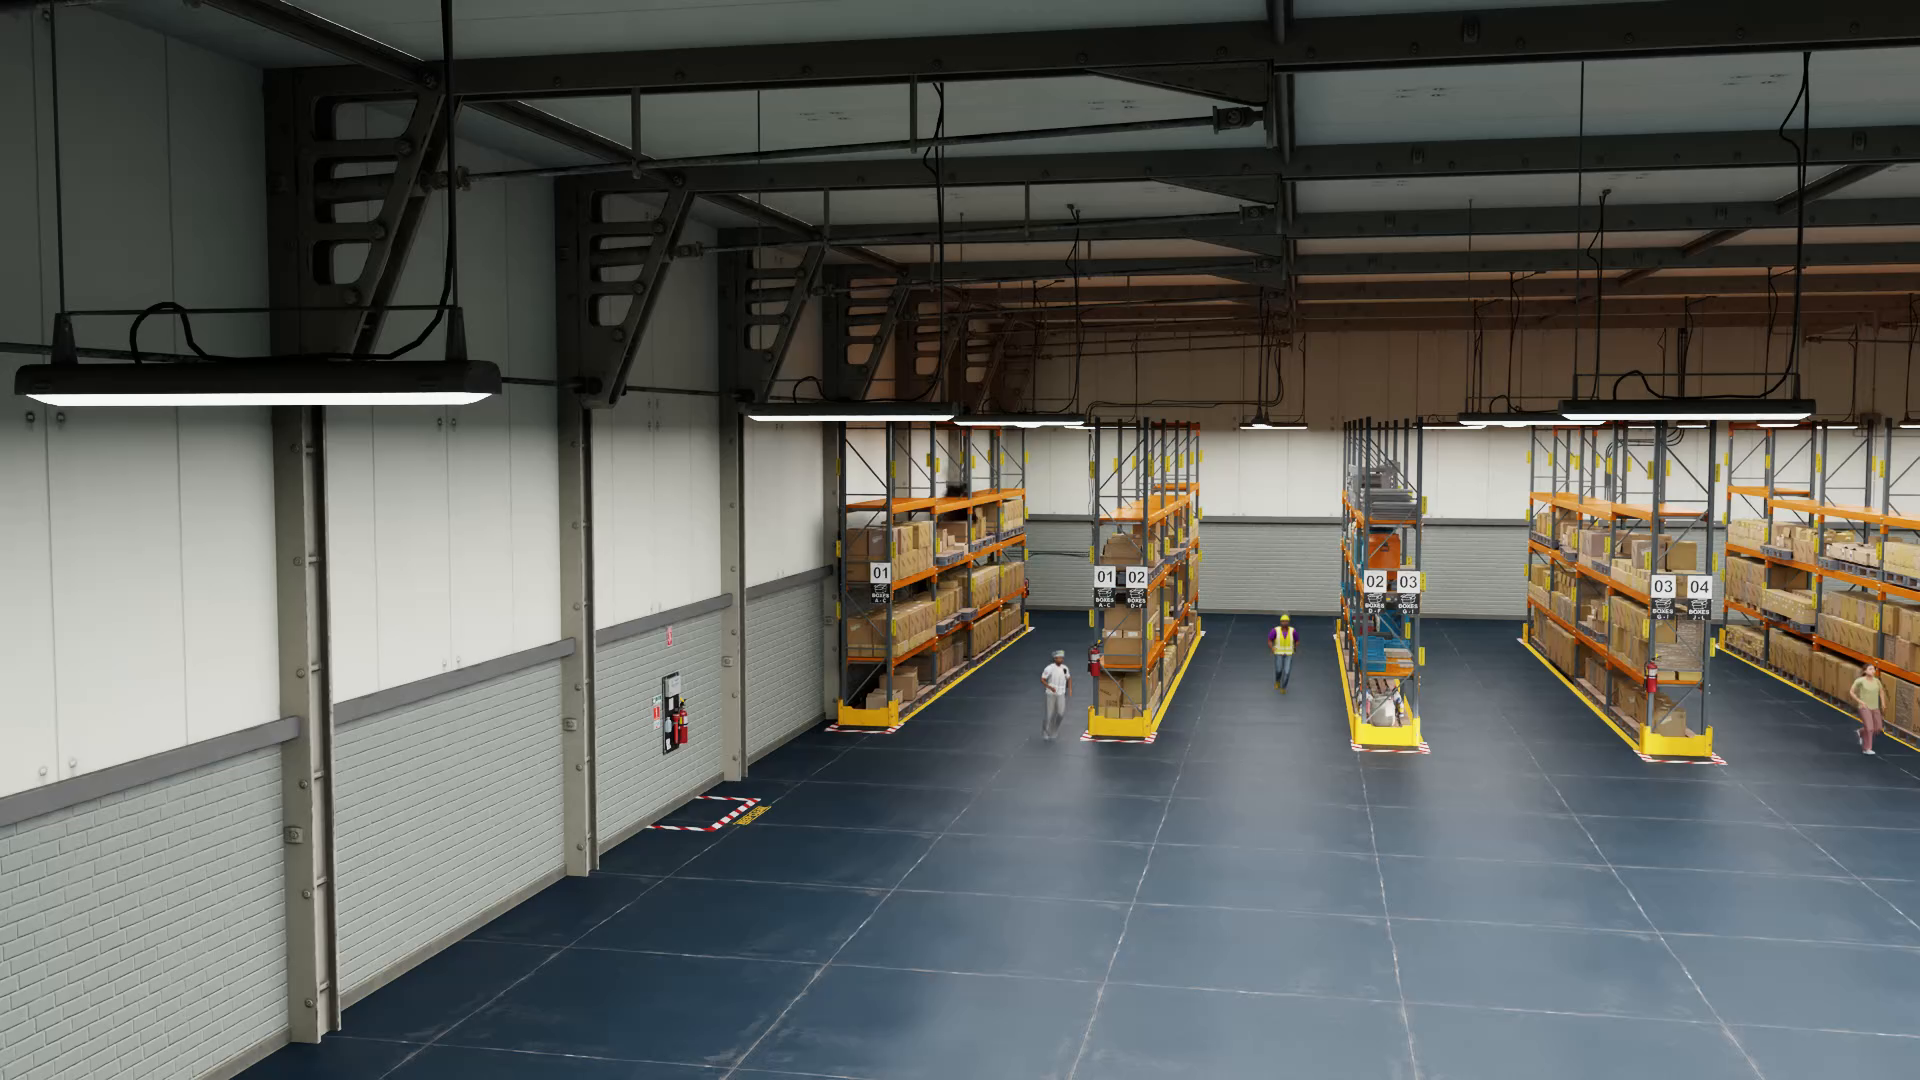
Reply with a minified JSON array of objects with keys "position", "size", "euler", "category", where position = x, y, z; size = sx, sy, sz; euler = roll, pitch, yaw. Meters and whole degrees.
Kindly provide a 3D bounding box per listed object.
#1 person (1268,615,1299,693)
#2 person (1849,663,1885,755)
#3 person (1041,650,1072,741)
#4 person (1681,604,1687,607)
[{"position":[7.081,2.498,36.343],"size":[0.676,1.720,0.571],"euler":[0,4,4],"category":"person"},{"position":[16.136,2.994,29.582],"size":[0.624,1.610,0.537],"euler":[0,4,-4],"category":"person"},{"position":[1.814,2.890,30.948],"size":[0.648,1.681,0.592],"euler":[-1,4,-15],"category":"person"},{"position":[18.549,2.113,42.295],"size":[0.624,1.767,0.759],"euler":[1,4,17],"category":"person"}]
